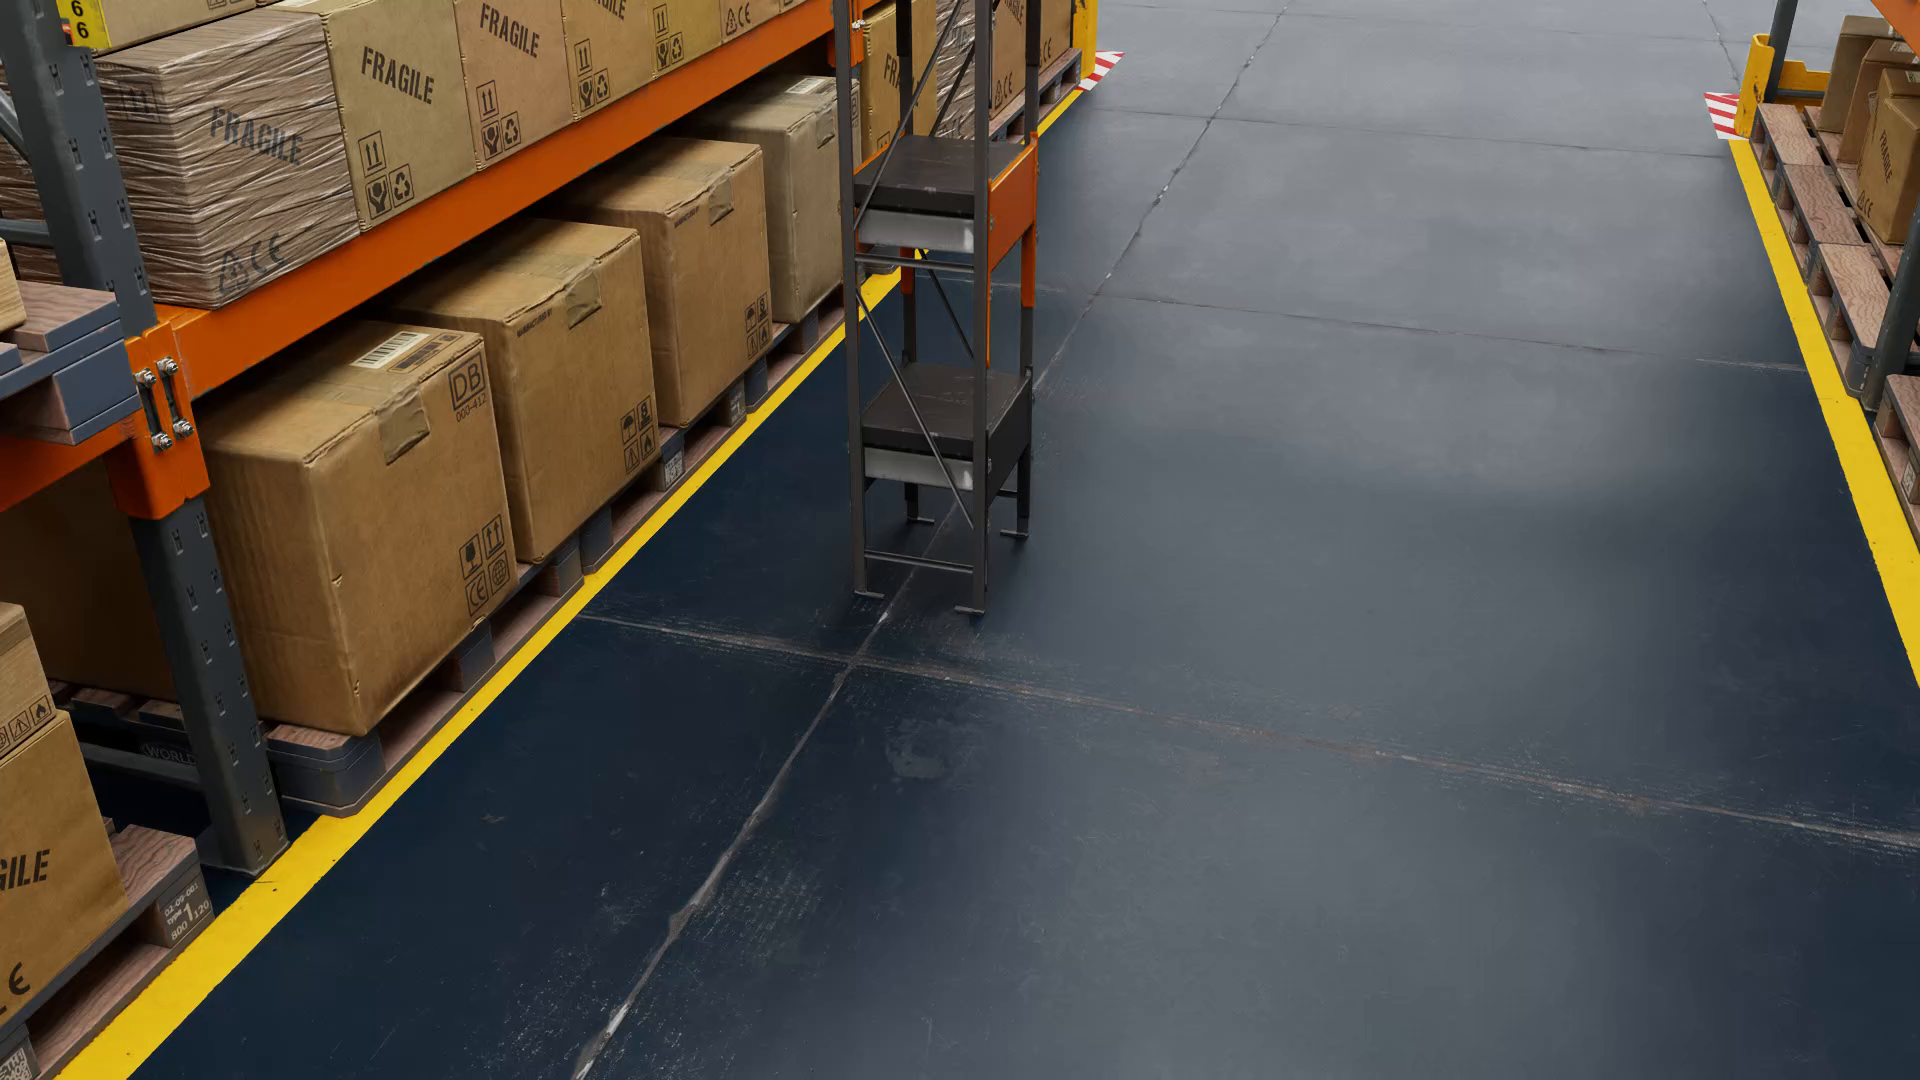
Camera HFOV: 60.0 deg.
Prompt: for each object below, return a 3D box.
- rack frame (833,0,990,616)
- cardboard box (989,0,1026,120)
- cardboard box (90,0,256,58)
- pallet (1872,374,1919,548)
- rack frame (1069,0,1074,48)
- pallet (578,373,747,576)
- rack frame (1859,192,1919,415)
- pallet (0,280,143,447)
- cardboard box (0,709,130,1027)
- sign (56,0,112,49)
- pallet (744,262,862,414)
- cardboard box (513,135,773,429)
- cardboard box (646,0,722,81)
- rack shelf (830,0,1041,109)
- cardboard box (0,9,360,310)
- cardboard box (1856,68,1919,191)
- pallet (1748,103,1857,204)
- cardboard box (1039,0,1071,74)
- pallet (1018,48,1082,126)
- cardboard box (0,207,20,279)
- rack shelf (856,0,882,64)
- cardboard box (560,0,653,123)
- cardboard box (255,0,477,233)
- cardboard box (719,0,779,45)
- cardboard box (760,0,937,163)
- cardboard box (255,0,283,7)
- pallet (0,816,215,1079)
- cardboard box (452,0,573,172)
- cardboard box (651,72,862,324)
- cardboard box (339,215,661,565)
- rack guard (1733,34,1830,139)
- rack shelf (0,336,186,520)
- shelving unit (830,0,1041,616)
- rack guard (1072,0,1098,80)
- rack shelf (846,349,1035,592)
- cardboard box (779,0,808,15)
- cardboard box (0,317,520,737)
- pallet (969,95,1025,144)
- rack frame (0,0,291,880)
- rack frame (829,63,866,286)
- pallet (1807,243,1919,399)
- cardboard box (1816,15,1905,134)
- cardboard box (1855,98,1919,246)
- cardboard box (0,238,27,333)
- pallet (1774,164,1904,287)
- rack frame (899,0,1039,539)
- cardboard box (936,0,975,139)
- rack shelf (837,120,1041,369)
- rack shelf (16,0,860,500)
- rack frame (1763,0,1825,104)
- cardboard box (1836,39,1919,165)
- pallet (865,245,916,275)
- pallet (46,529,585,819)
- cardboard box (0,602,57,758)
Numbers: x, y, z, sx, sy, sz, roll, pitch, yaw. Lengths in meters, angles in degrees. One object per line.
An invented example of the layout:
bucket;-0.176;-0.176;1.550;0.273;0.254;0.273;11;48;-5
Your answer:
rack frame;-0.120;-0.727;4.397;0.400;2.100;0.015;8;30;15
cardboard box;-0.126;-2.865;9.069;0.875;0.875;0.875;8;30;14
cardboard box;-1.941;-1.314;3.395;0.700;0.500;0.500;8;30;15
pallet;3.577;-0.150;5.302;1.003;0.211;1.213;8;30;15
rack frame;0.266;-4.344;9.973;1.000;3.000;0.127;8;30;15
pallet;-1.419;-0.328;5.623;1.003;0.211;1.213;8;30;15
rack frame;3.804;-1.730;5.275;1.000;3.000;0.127;8;30;15
pallet;-2.189;-0.196;2.714;1.213;0.211;1.003;8;30;15
cardboard box;-2.025;0.626;3.179;0.500;0.500;0.500;8;30;15
sign;-1.560;-1.024;2.896;0.100;0.325;0.005;8;30;15
pallet;-1.062;-0.897;6.646;1.003;0.211;1.213;8;30;15
cardboard box;-1.291;-0.936;5.730;1.050;0.750;0.750;8;30;15
cardboard box;-1.102;-1.778;5.258;0.500;0.500;0.500;9;30;15
rack shelf;-0.049;-1.440;4.268;0.431;0.518;0.480;8;30;15
cardboard box;-1.692;-0.840;3.571;0.500;0.500;0.500;9;30;15
cardboard box;4.434;-1.822;7.578;0.500;0.500;0.500;11;31;20
pallet;4.684;-1.963;8.561;1.003;0.211;1.213;8;30;15
cardboard box;0.130;-3.274;9.804;0.875;0.875;0.875;9;30;15
pallet;0.106;-2.743;9.963;1.003;0.211;1.213;8;30;15
cardboard box;-2.206;-0.917;3.711;0.500;0.500;0.500;8;30;15
rack shelf;-0.321;-3.100;8.477;1.077;0.370;4.000;8;30;15
cardboard box;-1.249;-1.542;4.834;0.500;0.500;0.500;8;30;14
cardboard box;-1.546;-1.077;3.997;0.500;0.500;0.500;8;30;14
cardboard box;-0.954;-2.013;5.681;0.500;0.500;0.500;8;30;14
cardboard box;-0.656;-2.022;7.553;0.875;0.875;0.875;9;30;16
cardboard box;-1.793;-1.549;3.818;0.700;0.500;0.500;8;30;14
pallet;-2.313;0.955;3.315;1.003;0.211;1.213;8;30;15
cardboard box;-1.397;-1.311;4.418;0.500;0.500;0.500;8;30;15
cardboard box;-1.004;-1.384;6.535;1.050;0.750;0.750;8;30;15
cardboard box;-1.564;-0.503;4.952;1.050;0.750;0.750;9;30;16
rack guard;4.956;-2.462;9.161;1.175;0.500;0.348;8;30;15
rack shelf;-2.669;0.618;1.794;1.077;0.370;4.000;8;30;15
shelving unit;-0.049;-0.841;4.601;0.431;2.100;0.503;8;30;15
rack guard;0.273;-3.263;10.601;1.175;0.500;0.348;8;30;15
rack shelf;-0.049;-0.217;4.948;0.431;0.518;0.480;8;30;15
cardboard box;-0.805;-2.248;6.103;0.500;0.500;0.500;8;30;15
cardboard box;-1.817;-0.097;4.220;1.050;0.750;0.750;8;30;14
pallet;-0.254;-2.177;8.947;1.003;0.211;1.213;8;30;15
rack frame;-2.082;-0.626;3.290;1.000;3.000;0.127;8;30;15
rack frame;-0.908;-2.485;6.632;1.000;3.000;0.127;8;30;15
pallet;3.967;-0.829;6.523;1.003;0.211;1.213;8;30;15
cardboard box;4.779;-2.393;8.605;0.500;0.500;0.500;14;32;24
cardboard box;4.228;-1.569;7.124;0.500;0.500;0.500;6;30;10
cardboard box;-1.787;-0.405;2.719;0.380;0.149;0.250;9;30;16
pallet;4.324;-1.398;7.545;1.003;0.211;1.213;8;30;15
rack frame;0.023;-0.954;4.805;0.400;2.100;0.015;8;30;15
cardboard box;-0.395;-2.442;8.307;0.875;0.875;0.875;9;30;15
rack shelf;-0.049;-0.829;4.608;0.431;0.518;0.480;8;30;15
rack shelf;-1.495;-1.241;5.136;1.077;0.370;4.000;8;30;15
rack frame;4.978;-3.589;8.616;1.000;3.000;0.127;8;30;15
cardboard box;4.636;-2.110;8.096;0.500;0.500;0.500;17;33;28
pallet;-0.610;-1.609;7.925;1.003;0.211;1.213;8;30;15
pallet;-1.778;0.237;4.607;1.003;0.211;1.213;8;30;15
cardboard box;-2.032;0.310;2.975;0.500;0.250;0.500;8;30;14
